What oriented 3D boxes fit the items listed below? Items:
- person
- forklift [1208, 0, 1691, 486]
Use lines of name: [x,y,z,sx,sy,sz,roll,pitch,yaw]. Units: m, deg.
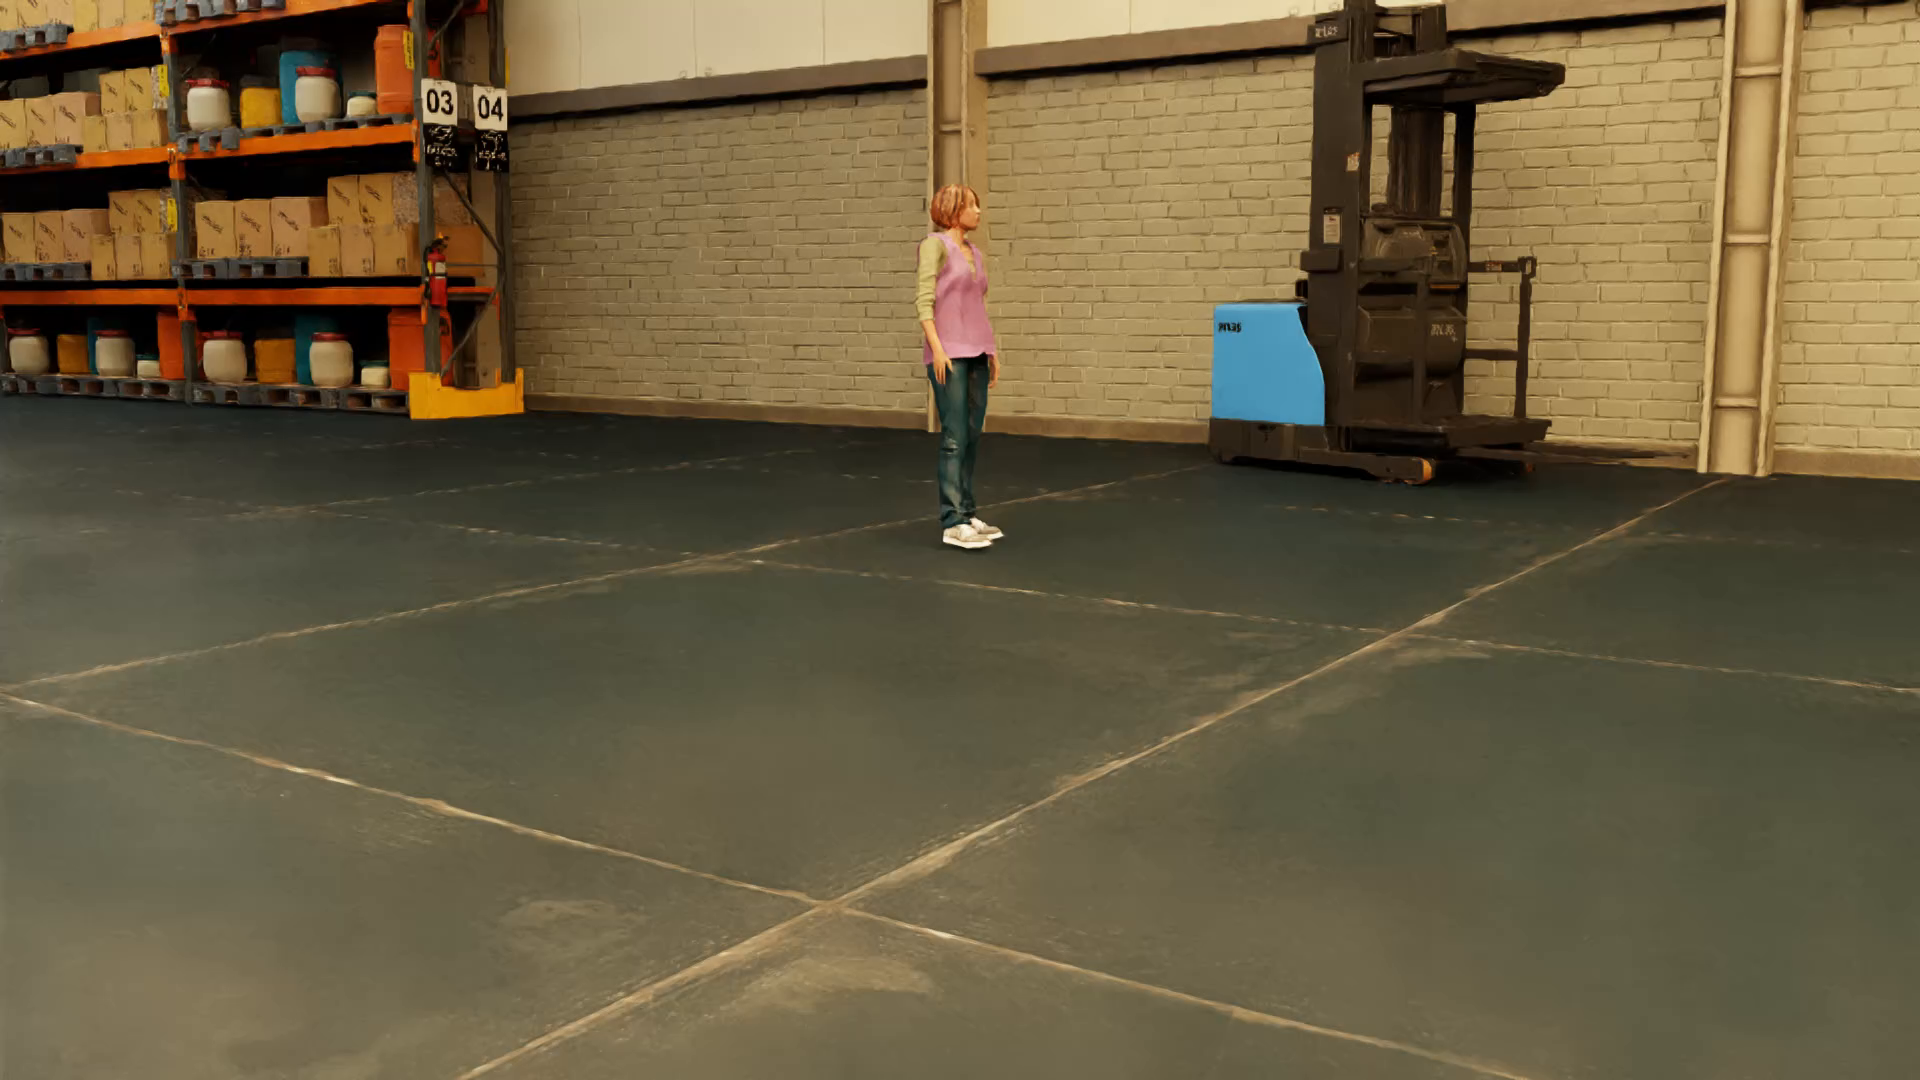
person: [0.054,-0.790,7.438,0.474,1.597,0.520,5,10,34]
forklift: [2.958,-1.851,10.208,1.130,2.935,3.031,-6,10,-36]
